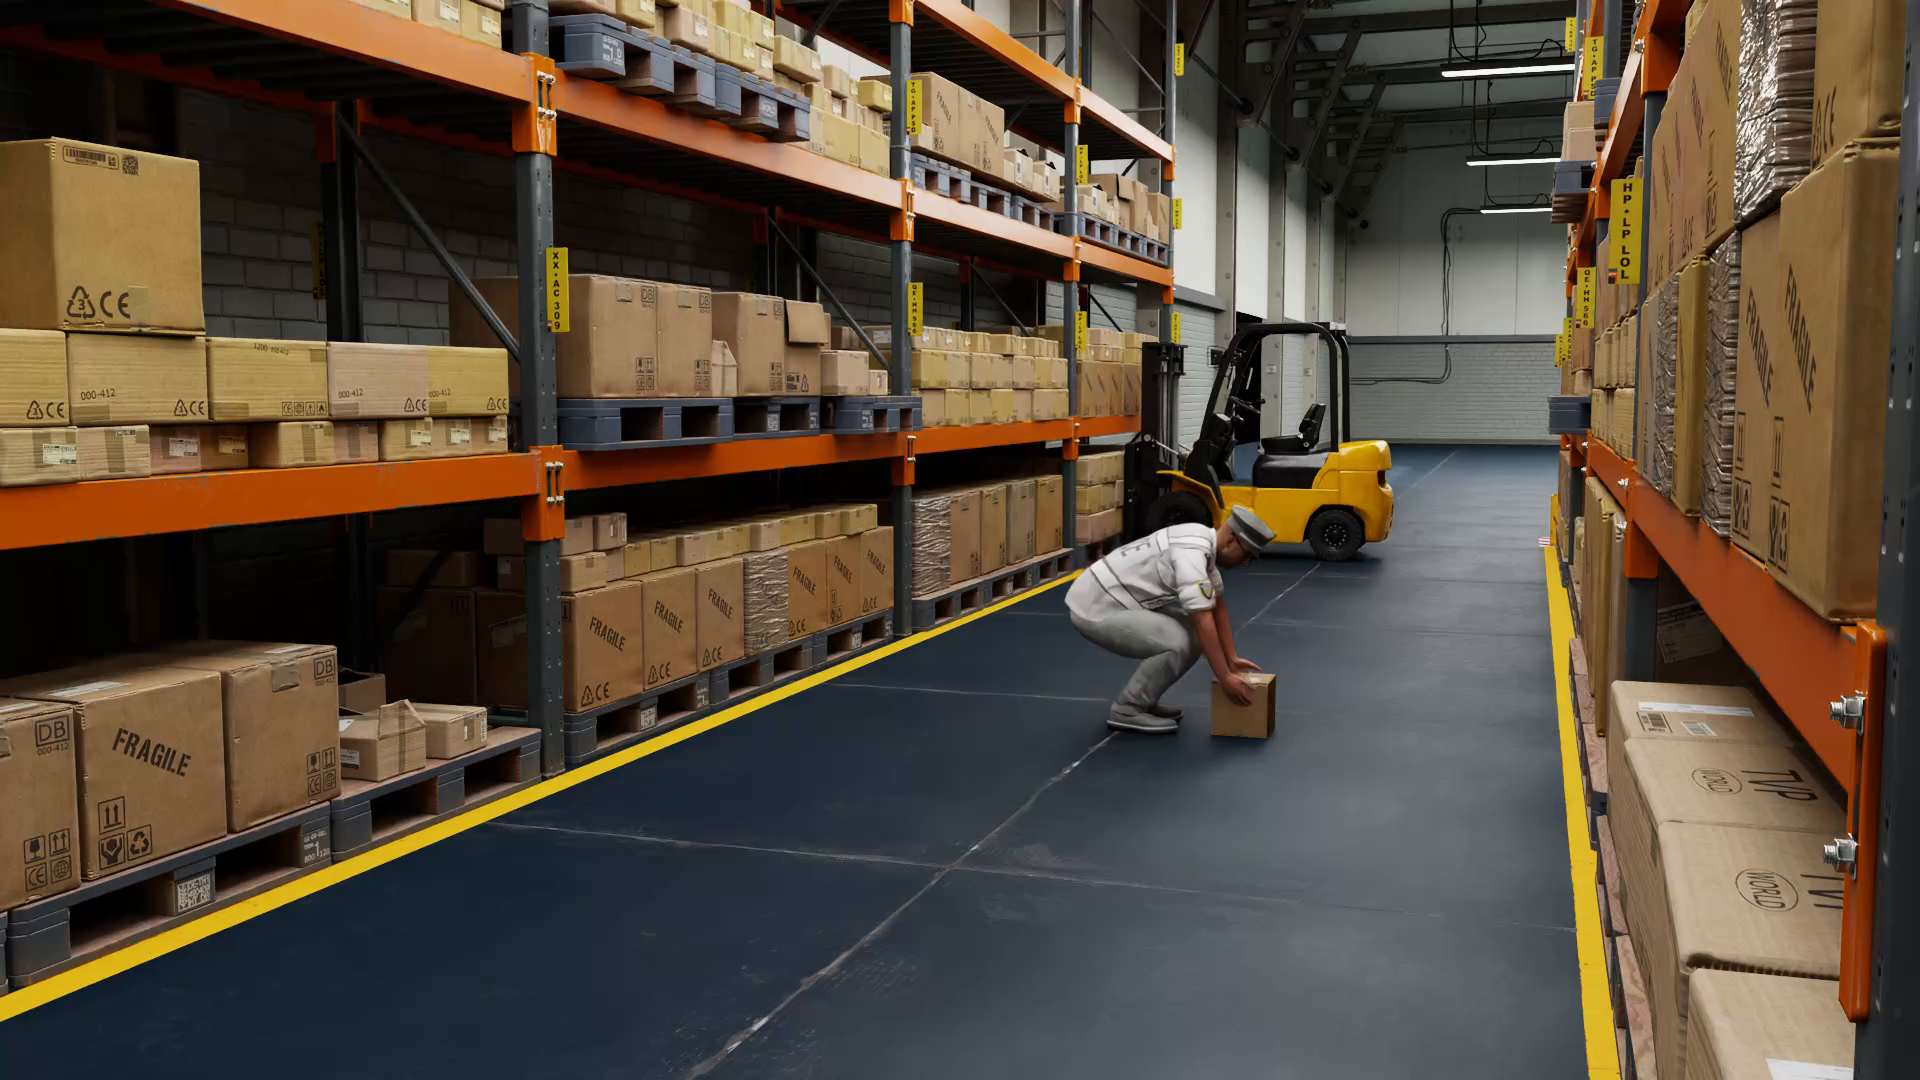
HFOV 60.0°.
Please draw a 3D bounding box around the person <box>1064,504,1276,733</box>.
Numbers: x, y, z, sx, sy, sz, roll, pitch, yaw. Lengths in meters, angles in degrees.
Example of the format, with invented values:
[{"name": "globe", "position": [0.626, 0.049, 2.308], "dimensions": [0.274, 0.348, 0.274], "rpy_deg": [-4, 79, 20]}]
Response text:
[{"name": "person", "position": [0.968, 0.348, 7.646], "dimensions": [0.943, 1.030, 0.562], "rpy_deg": [2, 5, 18]}]
